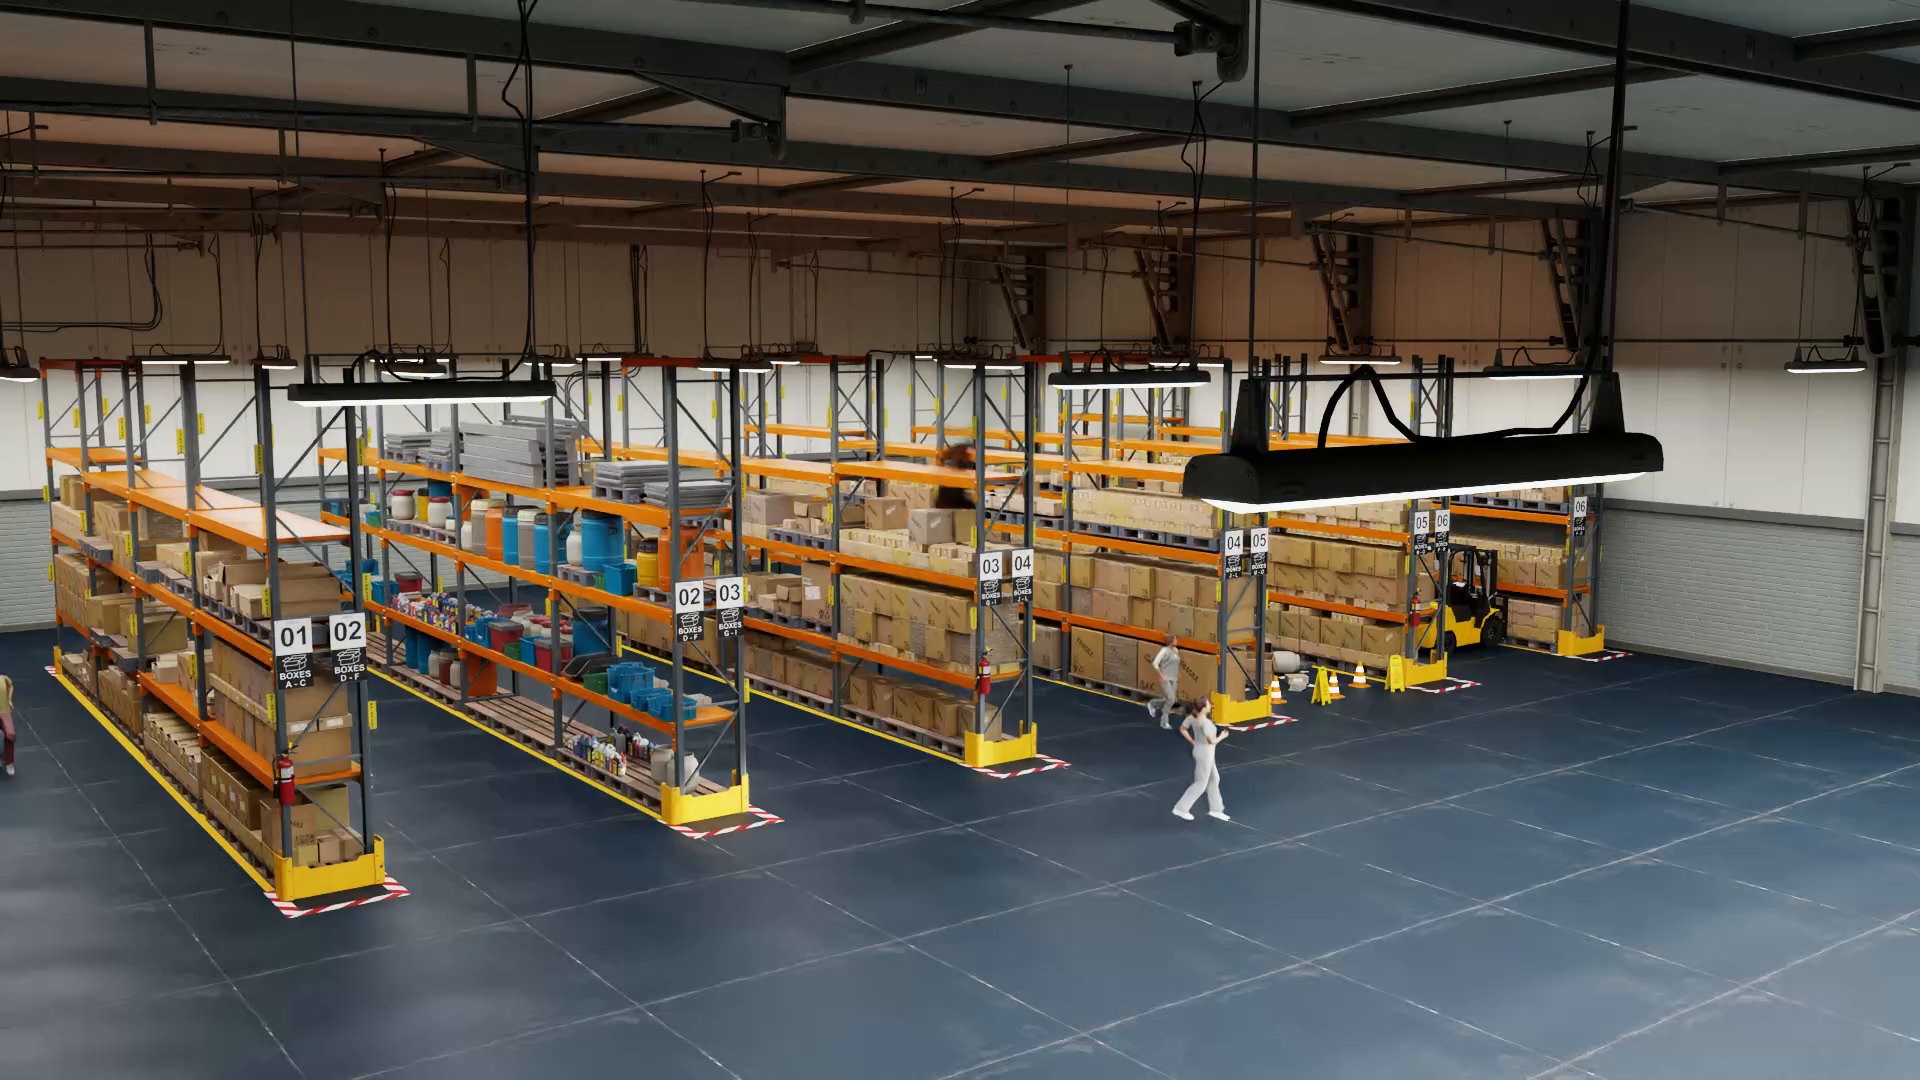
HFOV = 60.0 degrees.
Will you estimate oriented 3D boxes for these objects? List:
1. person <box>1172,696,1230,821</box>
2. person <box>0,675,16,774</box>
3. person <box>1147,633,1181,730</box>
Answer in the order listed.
[{"bbox_3d":[3.175,2.875,21.766,0.831,1.701,0.559,-1,7,-11],"label":"person"},{"bbox_3d":[-14.111,2.593,24.360,0.556,1.710,0.711,-6,9,-42],"label":"person"},{"bbox_3d":[3.371,2.306,27.375,0.581,1.566,0.581,6,9,43],"label":"person"}]
